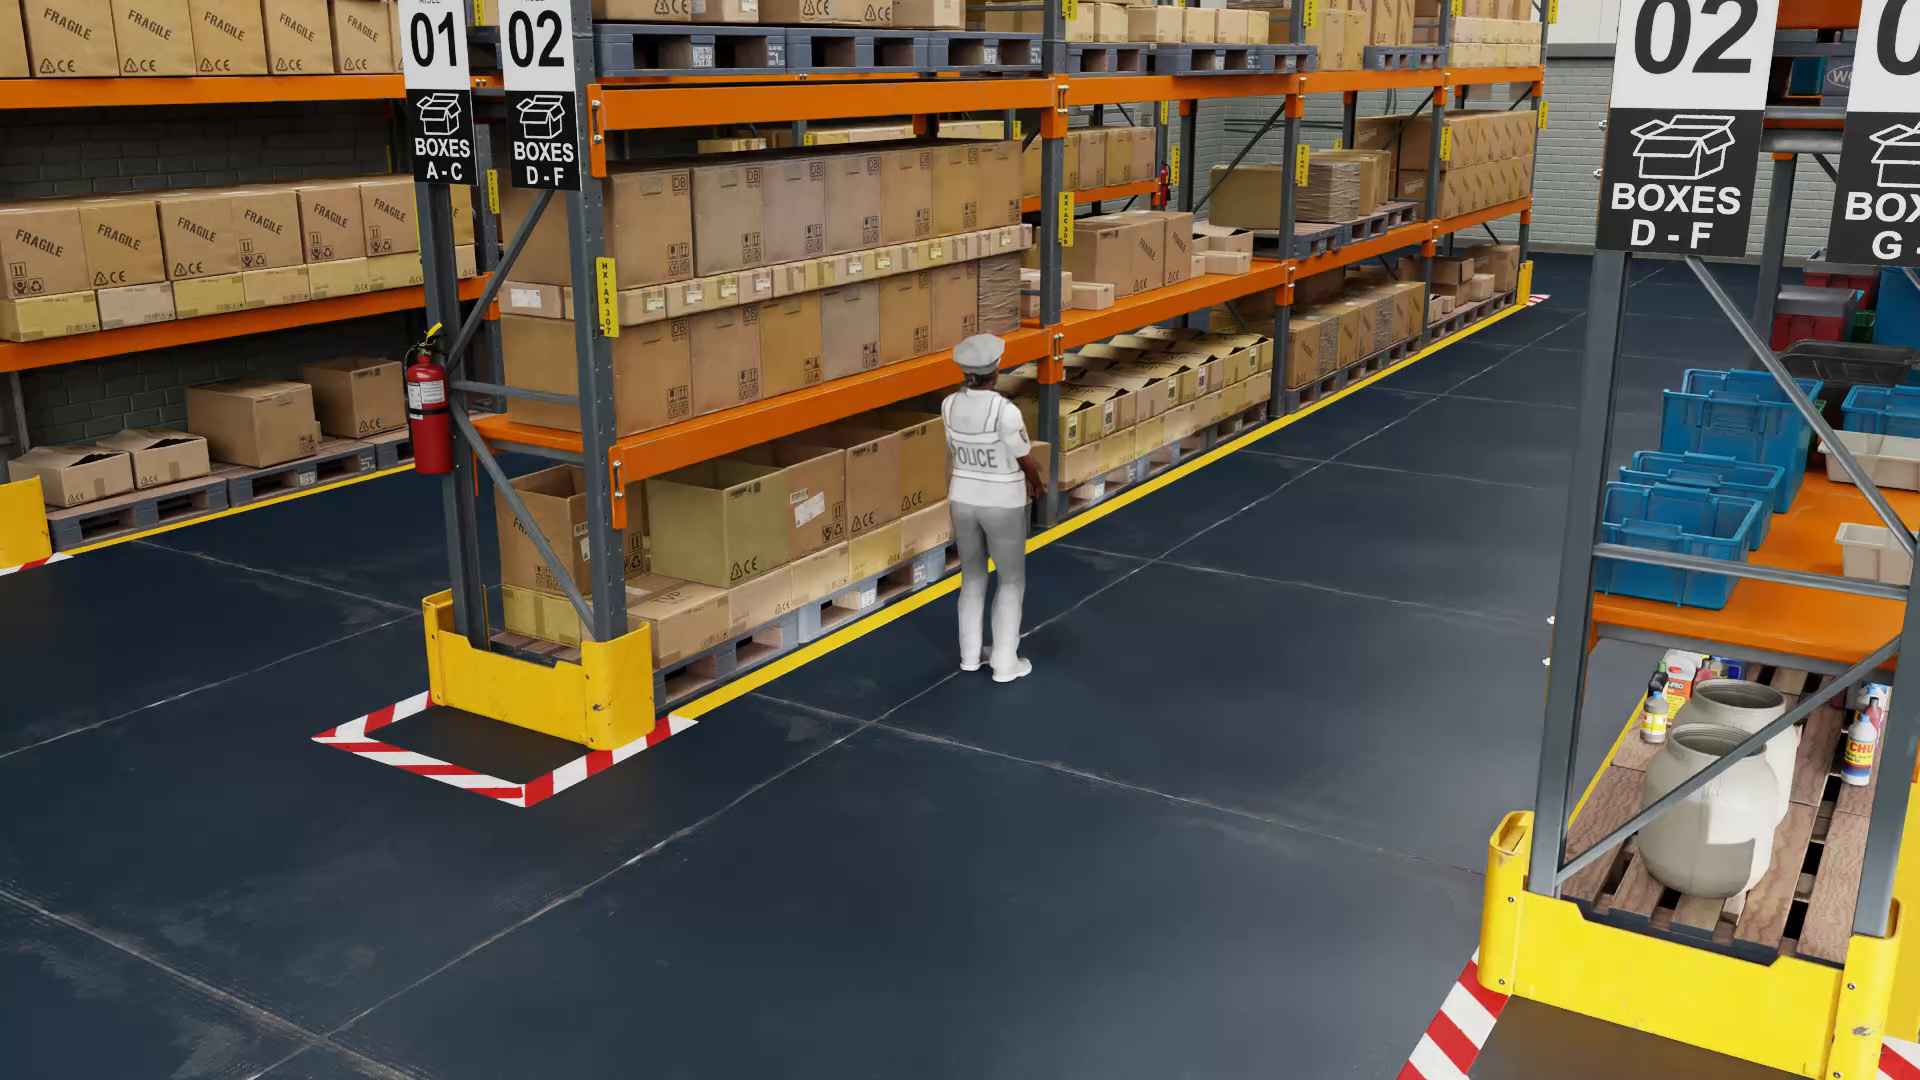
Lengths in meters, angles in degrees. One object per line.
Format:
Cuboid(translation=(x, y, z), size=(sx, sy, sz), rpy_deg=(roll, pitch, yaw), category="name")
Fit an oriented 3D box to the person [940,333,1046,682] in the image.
Cuboid(translation=(0.167, -0.170, 8.065), size=(0.449, 1.688, 0.540), rpy_deg=(10, 19, 30), category="person")
